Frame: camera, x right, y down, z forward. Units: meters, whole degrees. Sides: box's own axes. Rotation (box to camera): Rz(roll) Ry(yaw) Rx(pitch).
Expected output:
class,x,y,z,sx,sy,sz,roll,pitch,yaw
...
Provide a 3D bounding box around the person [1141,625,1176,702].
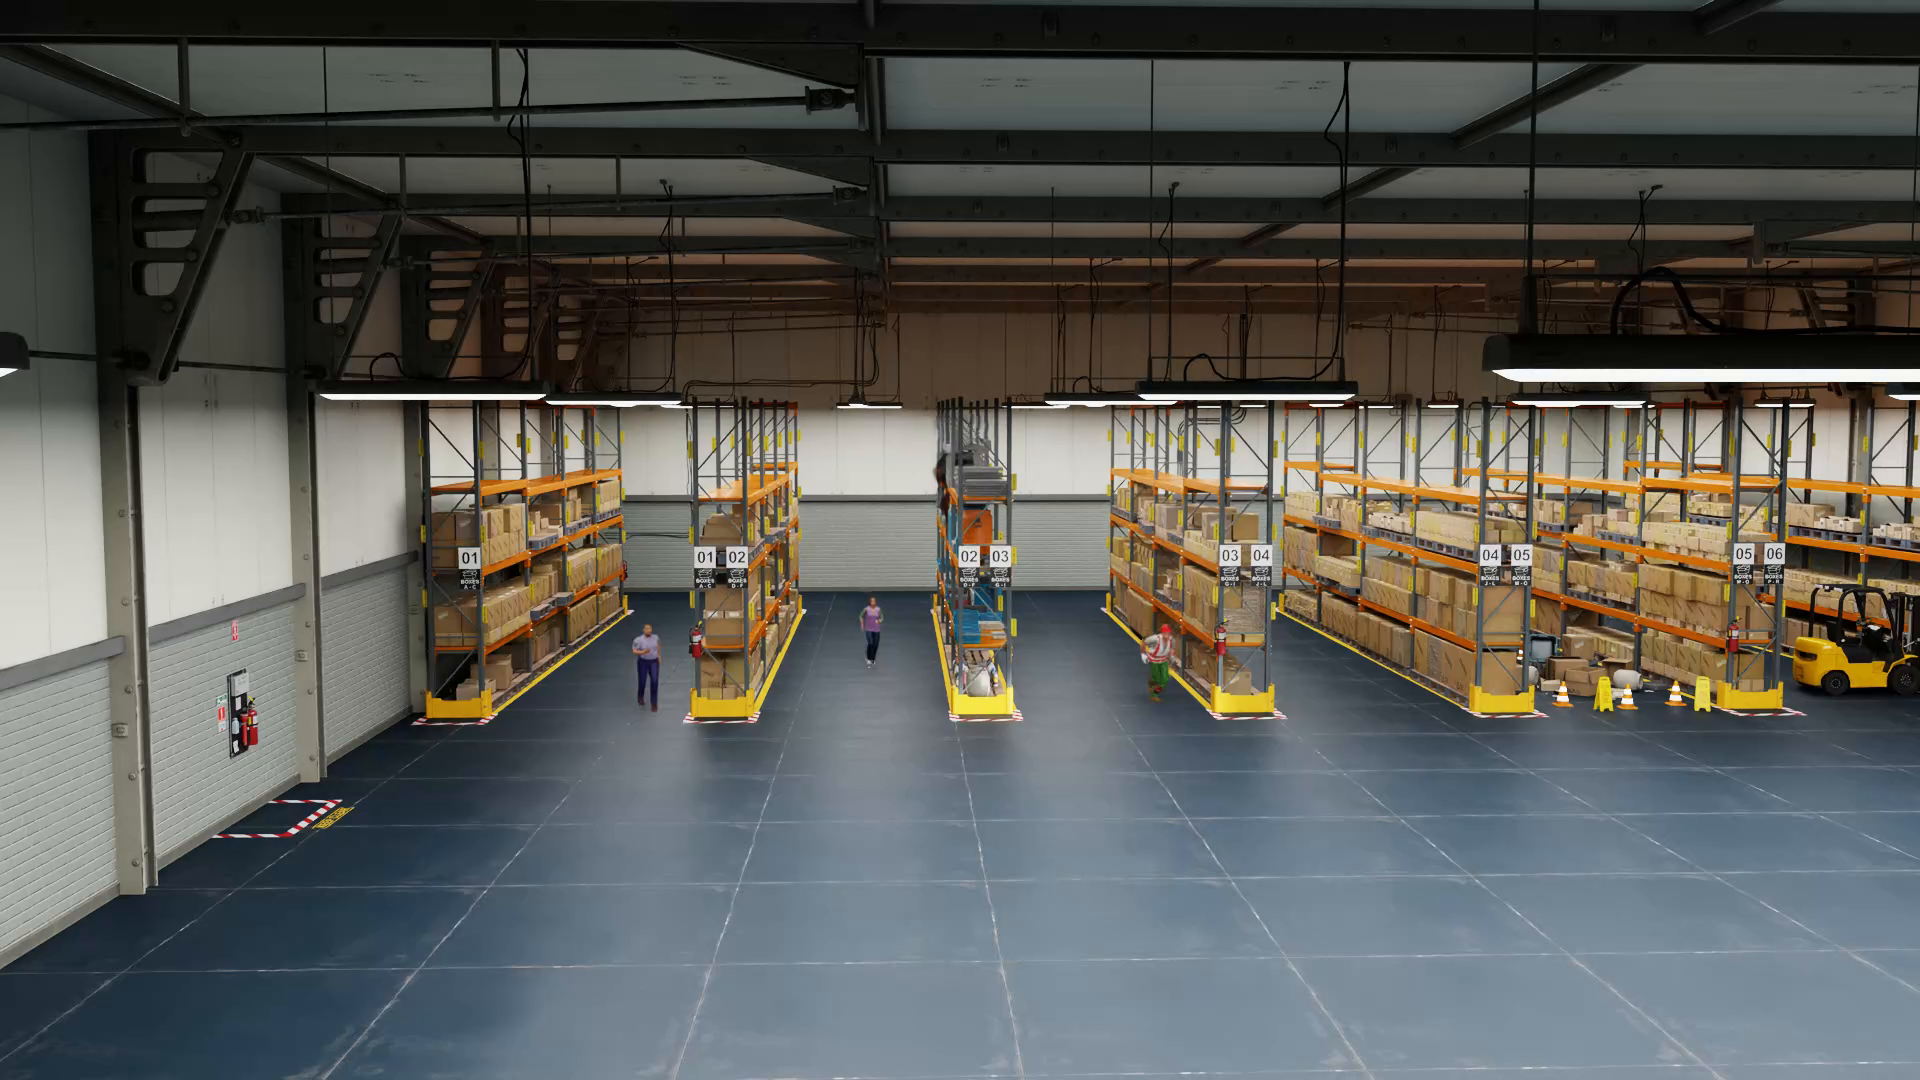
class,x,y,z,sx,sy,sz,roll,pitch,yaw
person,3.881,2.420,32.651,0.686,1.583,0.899,-2,5,-20

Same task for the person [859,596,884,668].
class,x,y,z,sx,sy,sz,roll,pitch,yaw
person,-1.956,2.056,37.104,0.506,1.592,0.662,-1,5,-16

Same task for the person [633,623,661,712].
class,x,y,z,sx,sy,sz,roll,pitch,yaw
person,-6.009,2.416,31.942,0.590,1.670,0.909,-2,5,-22
